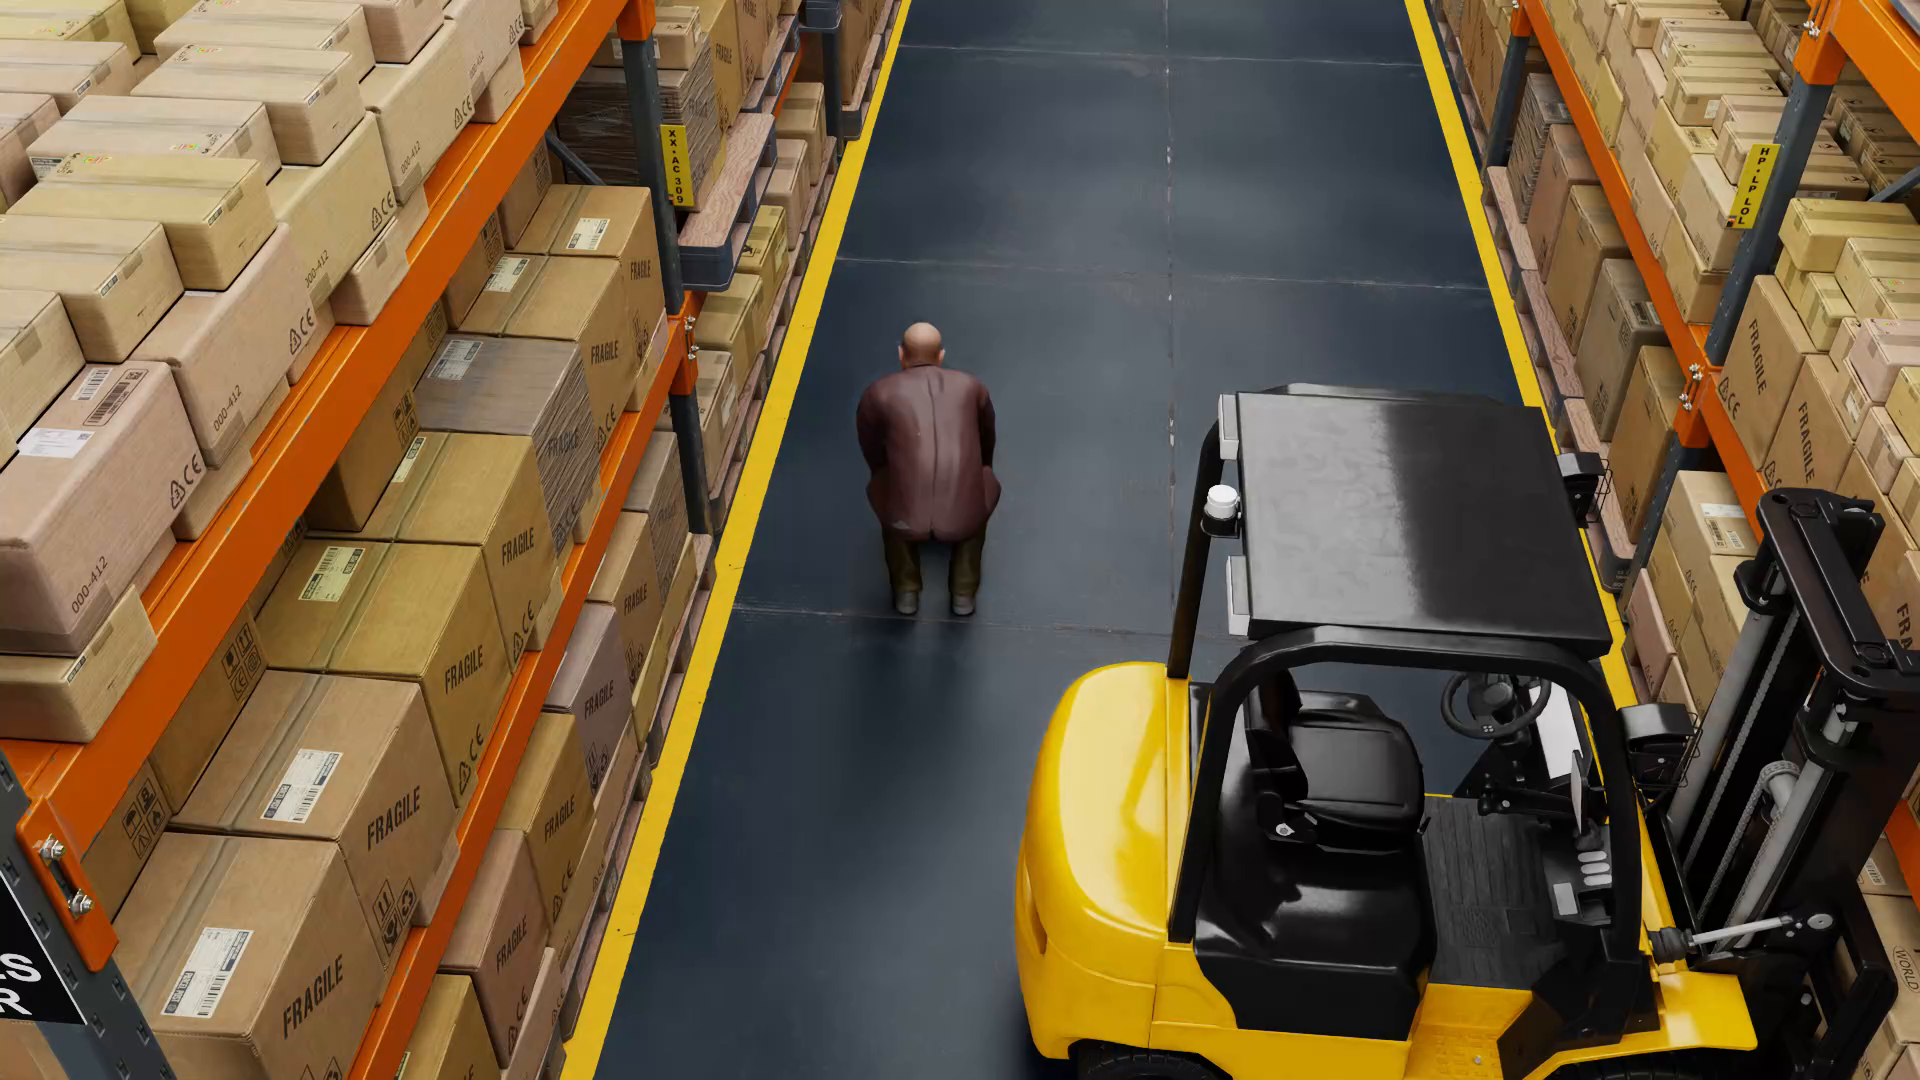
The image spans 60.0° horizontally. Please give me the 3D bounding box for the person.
[{"bbox_3d":[-0.131,-0.268,7.032,0.617,1.092,0.865,1,40,1],"label":"person"}]
